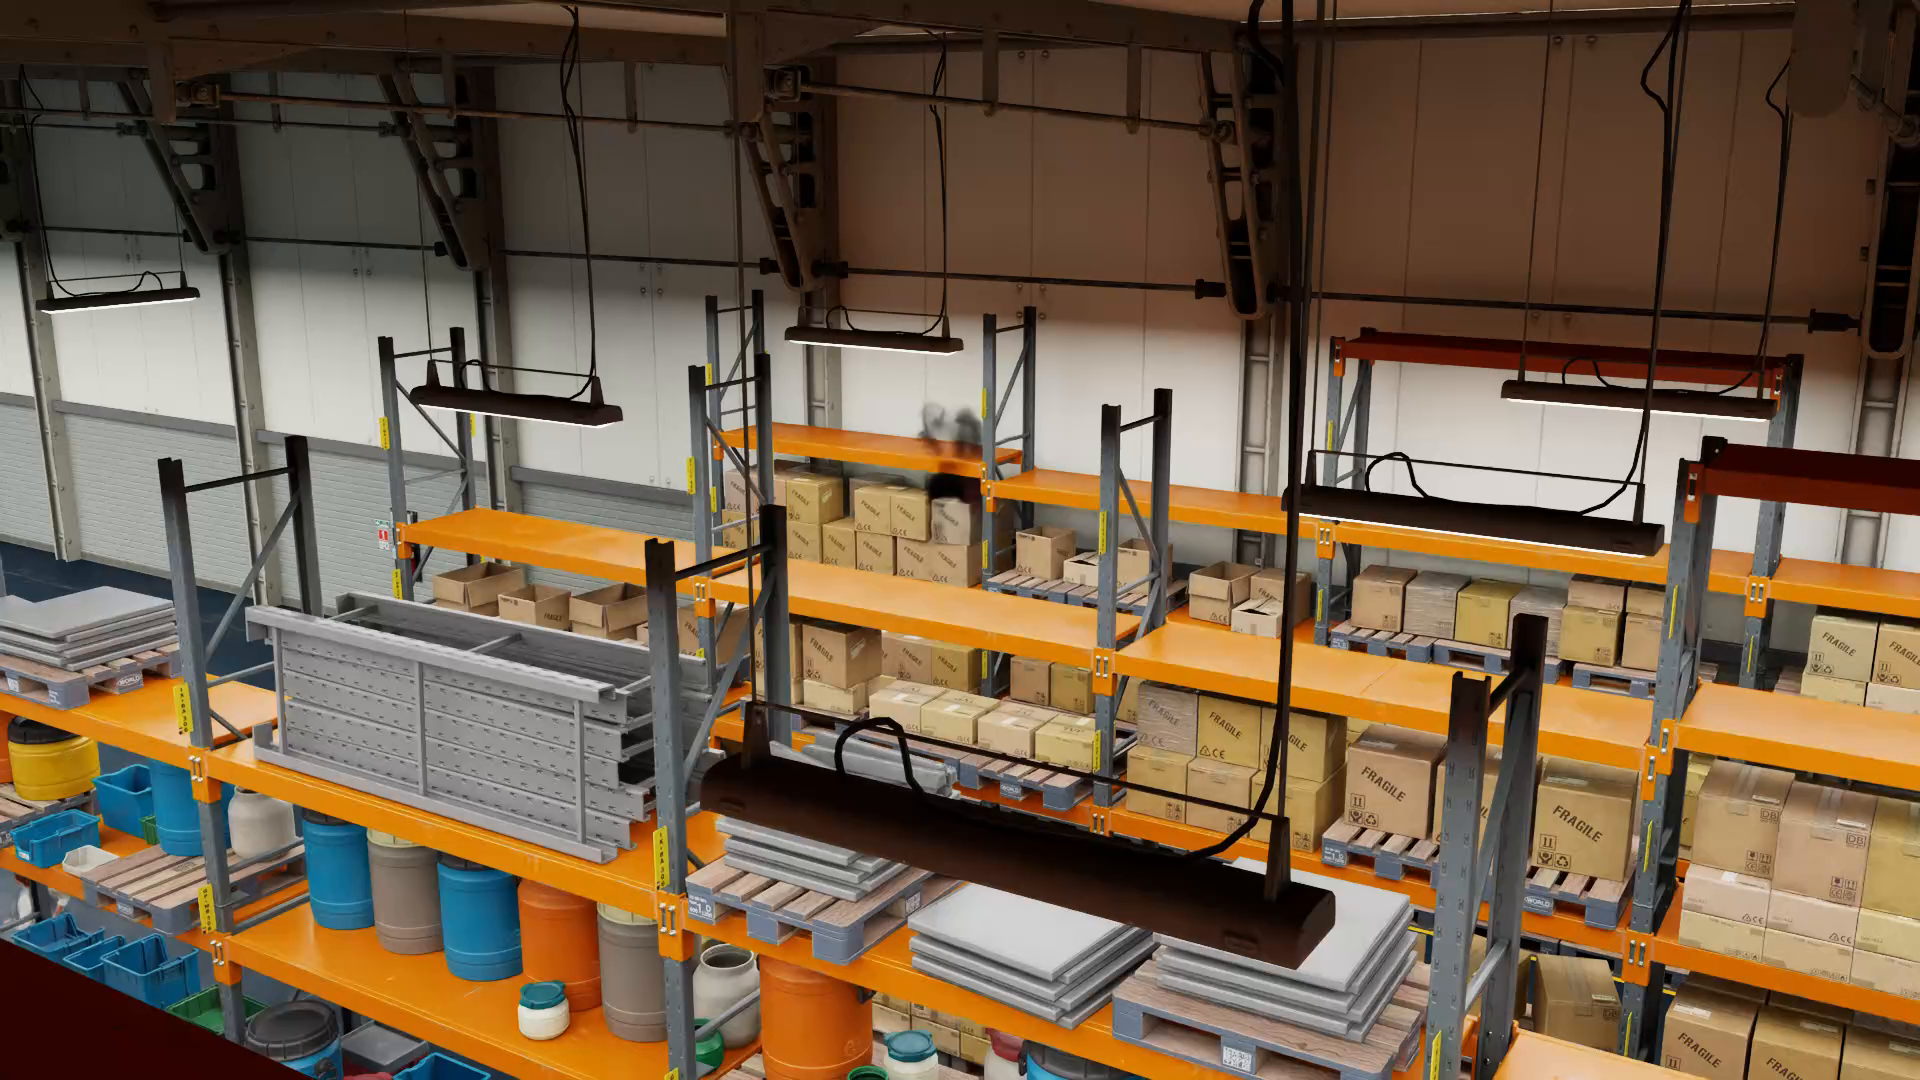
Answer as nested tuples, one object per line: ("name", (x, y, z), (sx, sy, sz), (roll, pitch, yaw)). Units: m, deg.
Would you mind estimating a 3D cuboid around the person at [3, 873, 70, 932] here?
("person", (-8.350, 3.649, 15.080), (0.751, 1.595, 0.532), (-3, 14, -11))
